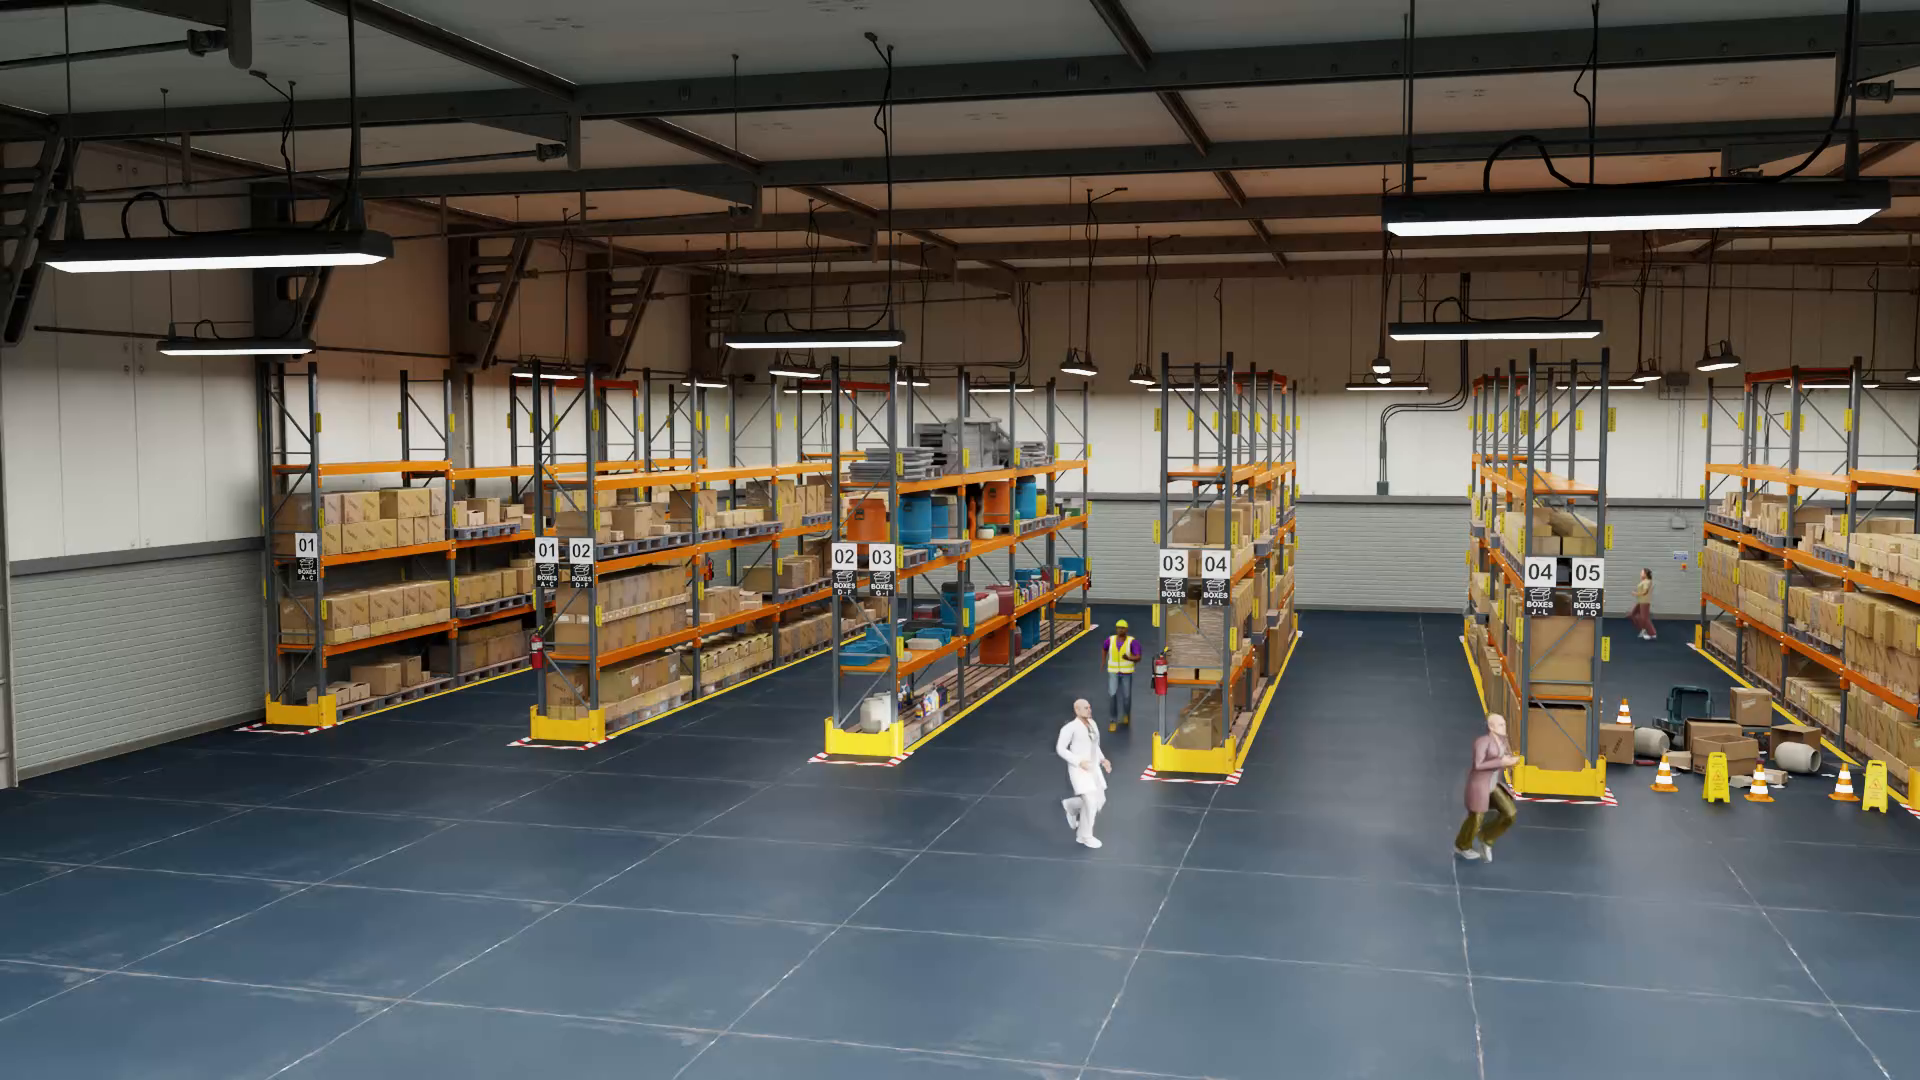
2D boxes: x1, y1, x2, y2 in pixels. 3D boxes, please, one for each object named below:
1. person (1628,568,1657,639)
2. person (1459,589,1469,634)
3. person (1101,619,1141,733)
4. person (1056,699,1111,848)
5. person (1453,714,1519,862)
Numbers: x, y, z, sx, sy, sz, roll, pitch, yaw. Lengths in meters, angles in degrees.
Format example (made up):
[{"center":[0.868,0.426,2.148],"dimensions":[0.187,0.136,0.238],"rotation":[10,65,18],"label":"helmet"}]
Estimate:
[{"center":[15.767,1.466,38.385],"dimensions":[0.645,1.650,0.550],"rotation":[1,4,11],"label":"person"},{"center":[12.232,1.454,39.237],"dimensions":[0.736,1.648,0.778],"rotation":[0,4,6],"label":"person"},{"center":[2.629,2.206,27.181],"dimensions":[0.674,1.828,0.782],"rotation":[1,4,11],"label":"person"},{"center":[1.427,2.754,19.790],"dimensions":[0.652,1.739,0.712],"rotation":[4,6,44],"label":"person"},{"center":[5.946,2.798,18.776],"dimensions":[0.673,1.727,0.895],"rotation":[-3,5,-33],"label":"person"}]
